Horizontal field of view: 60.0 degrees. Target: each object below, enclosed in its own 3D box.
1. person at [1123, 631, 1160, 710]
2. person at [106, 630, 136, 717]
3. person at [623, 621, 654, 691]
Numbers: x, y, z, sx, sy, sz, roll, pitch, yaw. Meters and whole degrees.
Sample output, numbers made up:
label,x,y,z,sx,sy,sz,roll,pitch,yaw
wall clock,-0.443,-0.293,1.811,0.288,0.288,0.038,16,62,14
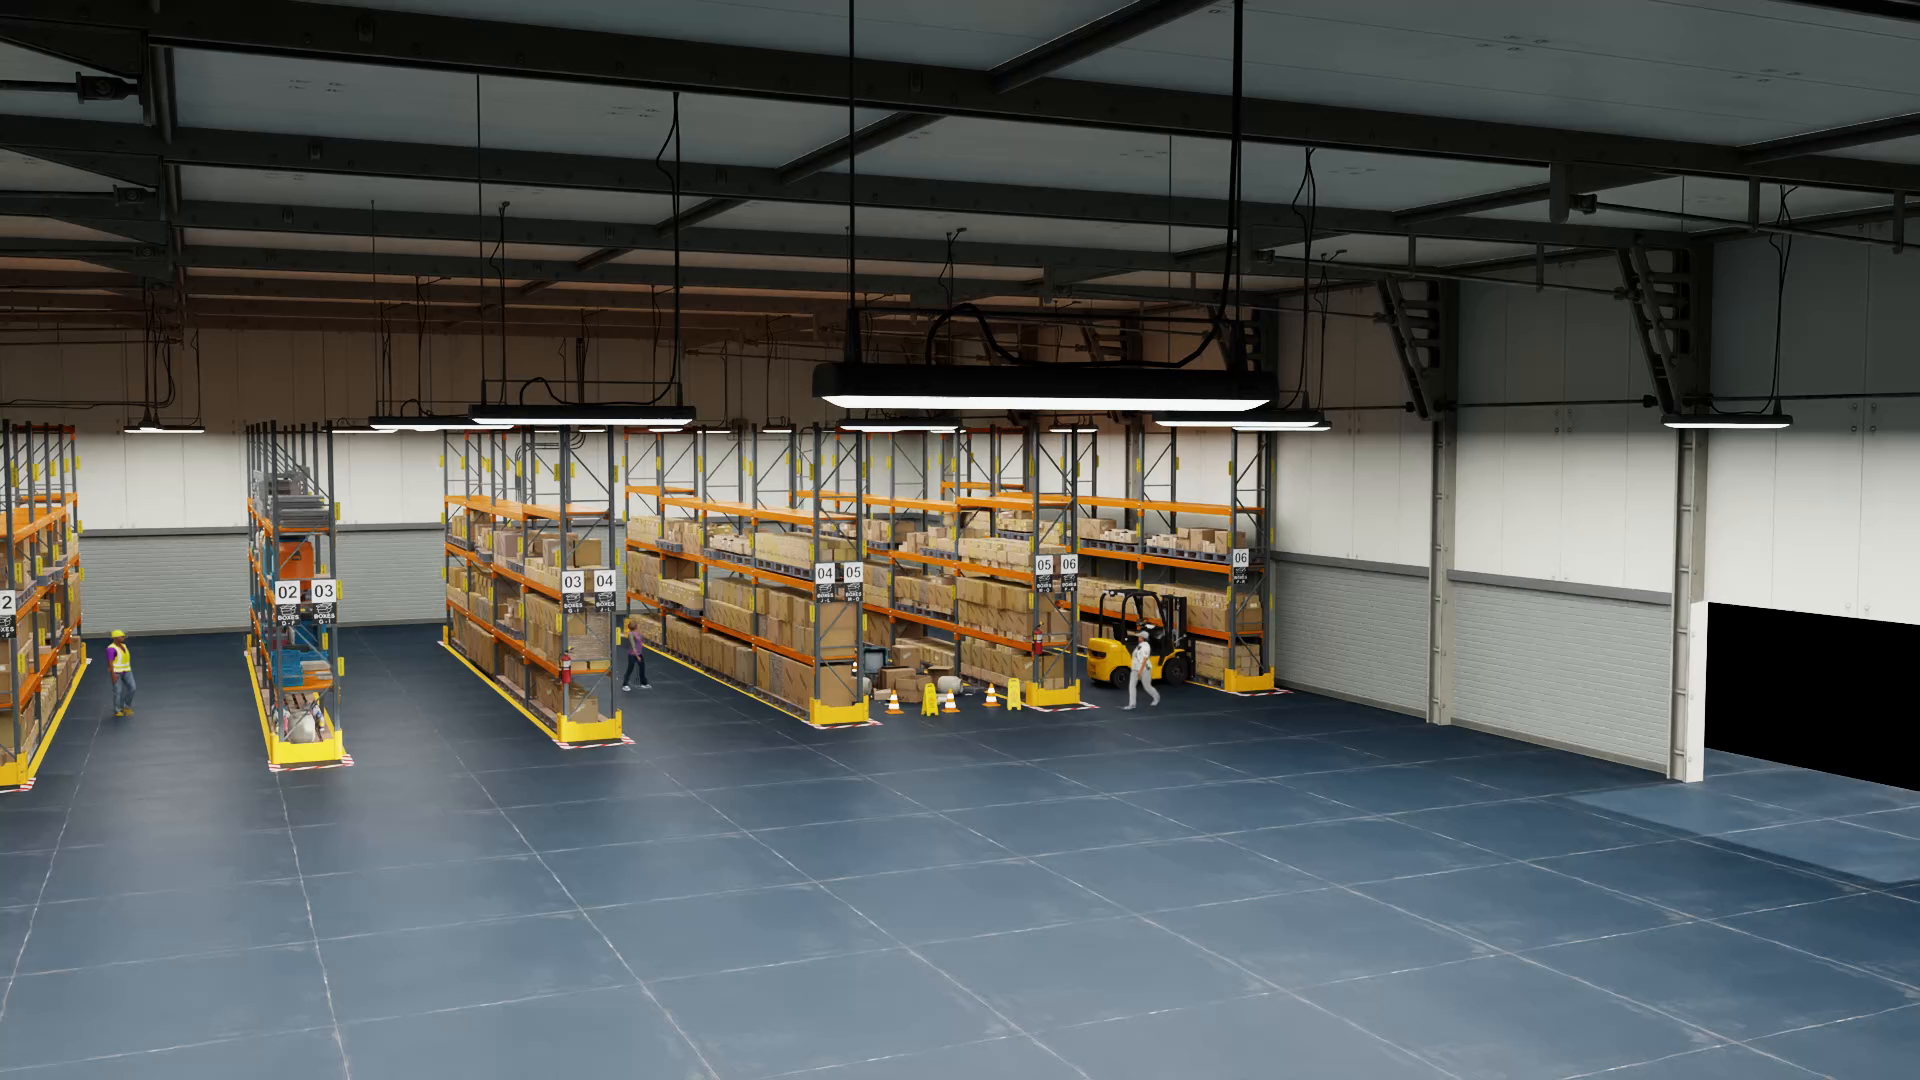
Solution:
label,x,y,z,sx,sy,sz,roll,pitch,yaw
person,3.820,2.717,34.873,0.467,1.633,0.880,3,5,44
person,-17.185,2.732,34.024,0.517,1.786,0.591,2,4,31
person,-7.281,2.595,37.430,0.541,1.599,0.592,1,4,20
